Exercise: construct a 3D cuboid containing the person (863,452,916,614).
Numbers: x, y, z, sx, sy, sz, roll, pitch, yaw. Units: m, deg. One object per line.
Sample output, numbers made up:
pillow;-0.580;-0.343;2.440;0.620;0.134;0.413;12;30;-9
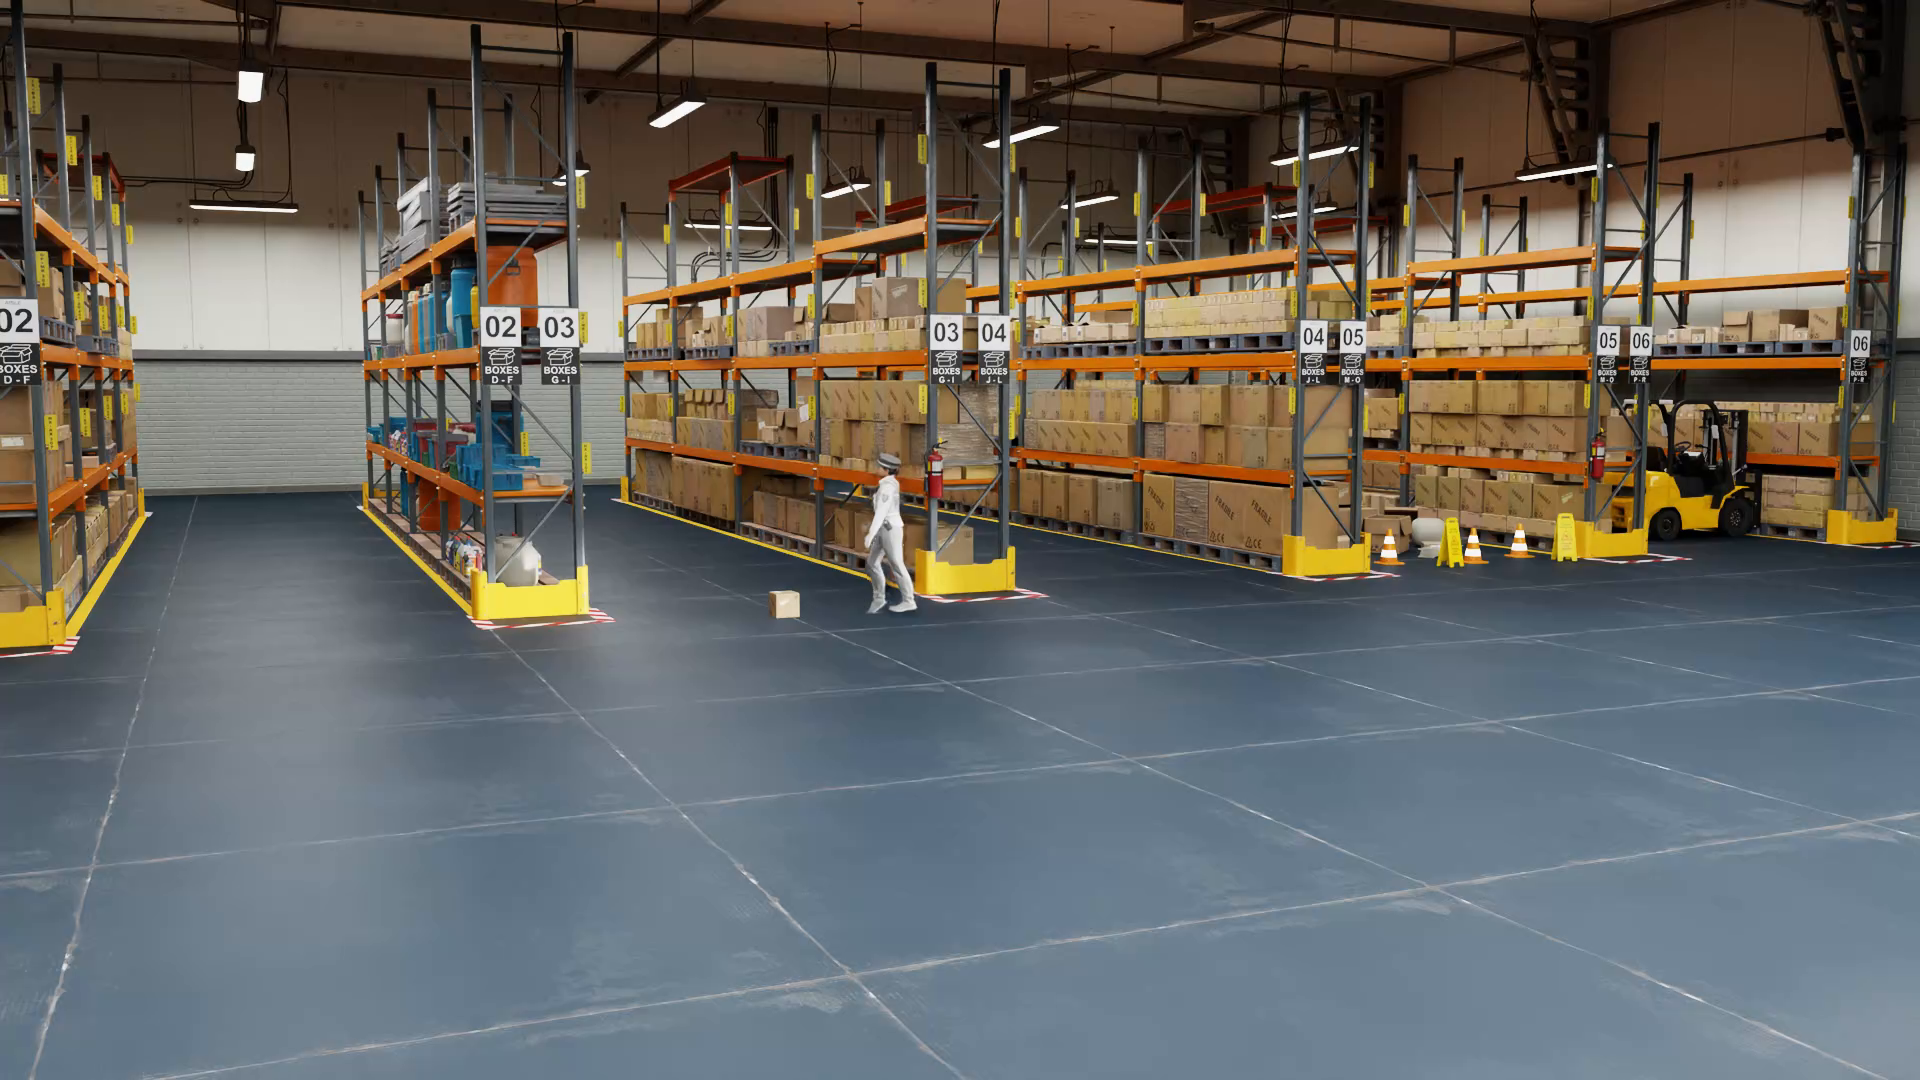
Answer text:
person;-0.737;-0.039;17.433;0.552;1.758;0.515;0;6;-2
